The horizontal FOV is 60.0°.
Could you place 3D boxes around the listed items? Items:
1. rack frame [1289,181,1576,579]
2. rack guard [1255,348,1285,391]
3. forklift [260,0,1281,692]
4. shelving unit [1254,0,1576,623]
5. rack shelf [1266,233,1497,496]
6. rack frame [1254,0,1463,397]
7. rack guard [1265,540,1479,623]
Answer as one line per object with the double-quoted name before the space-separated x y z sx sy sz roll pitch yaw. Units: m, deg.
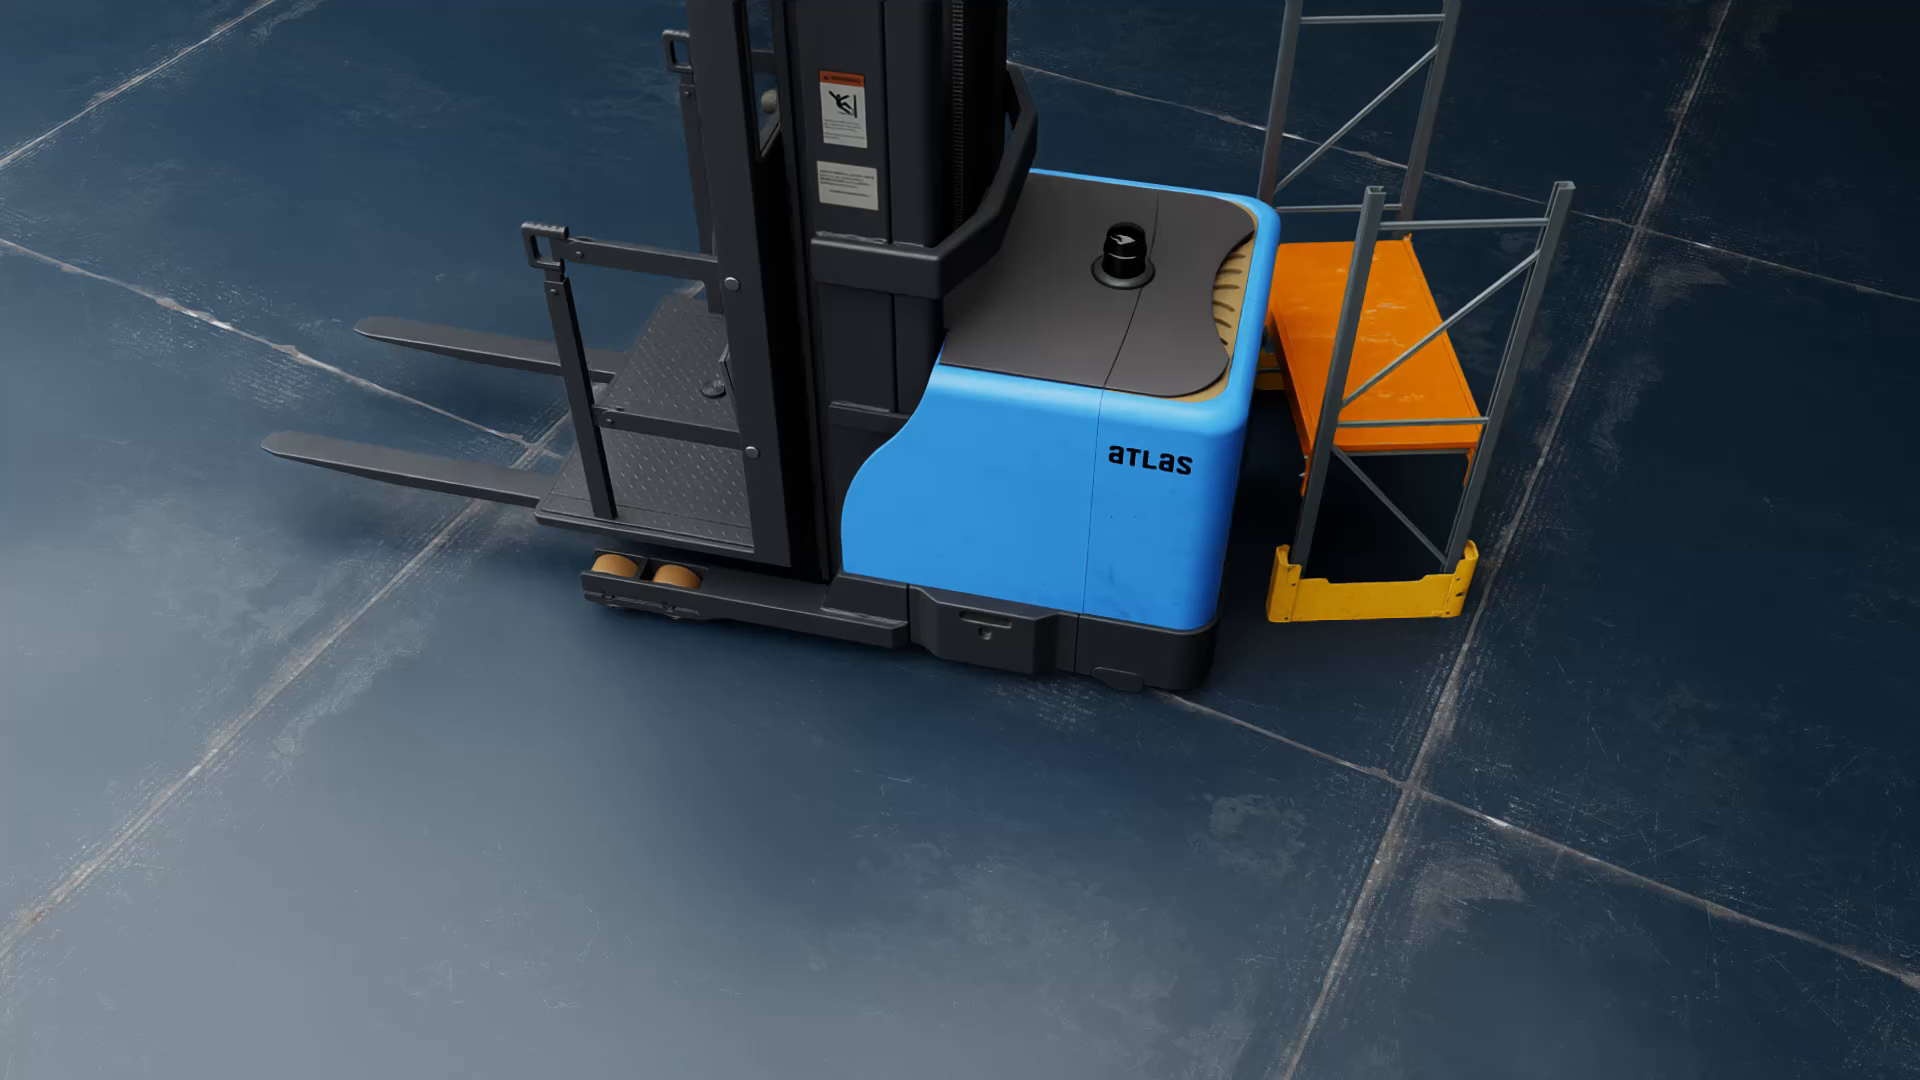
"rack frame" 1.221 -0.315 4.507 0.500 1.500 0.032 -2 45 -2
"rack guard" 1.177 -0.584 5.652 0.587 0.250 0.087 -2 45 -2
"forklift" -0.654 -1.149 4.325 3.031 2.935 1.130 10 46 9
"shelving unit" 1.199 -0.670 4.857 0.587 1.500 1.083 -2 45 -2
"rack shelf" 1.199 -0.550 4.992 0.538 0.185 1.000 -2 45 -2
"rack frame" 1.176 -1.037 5.221 0.500 1.500 0.032 -2 45 -2
"rack guard" 1.221 0.124 4.952 0.587 0.250 0.087 -2 45 -2
